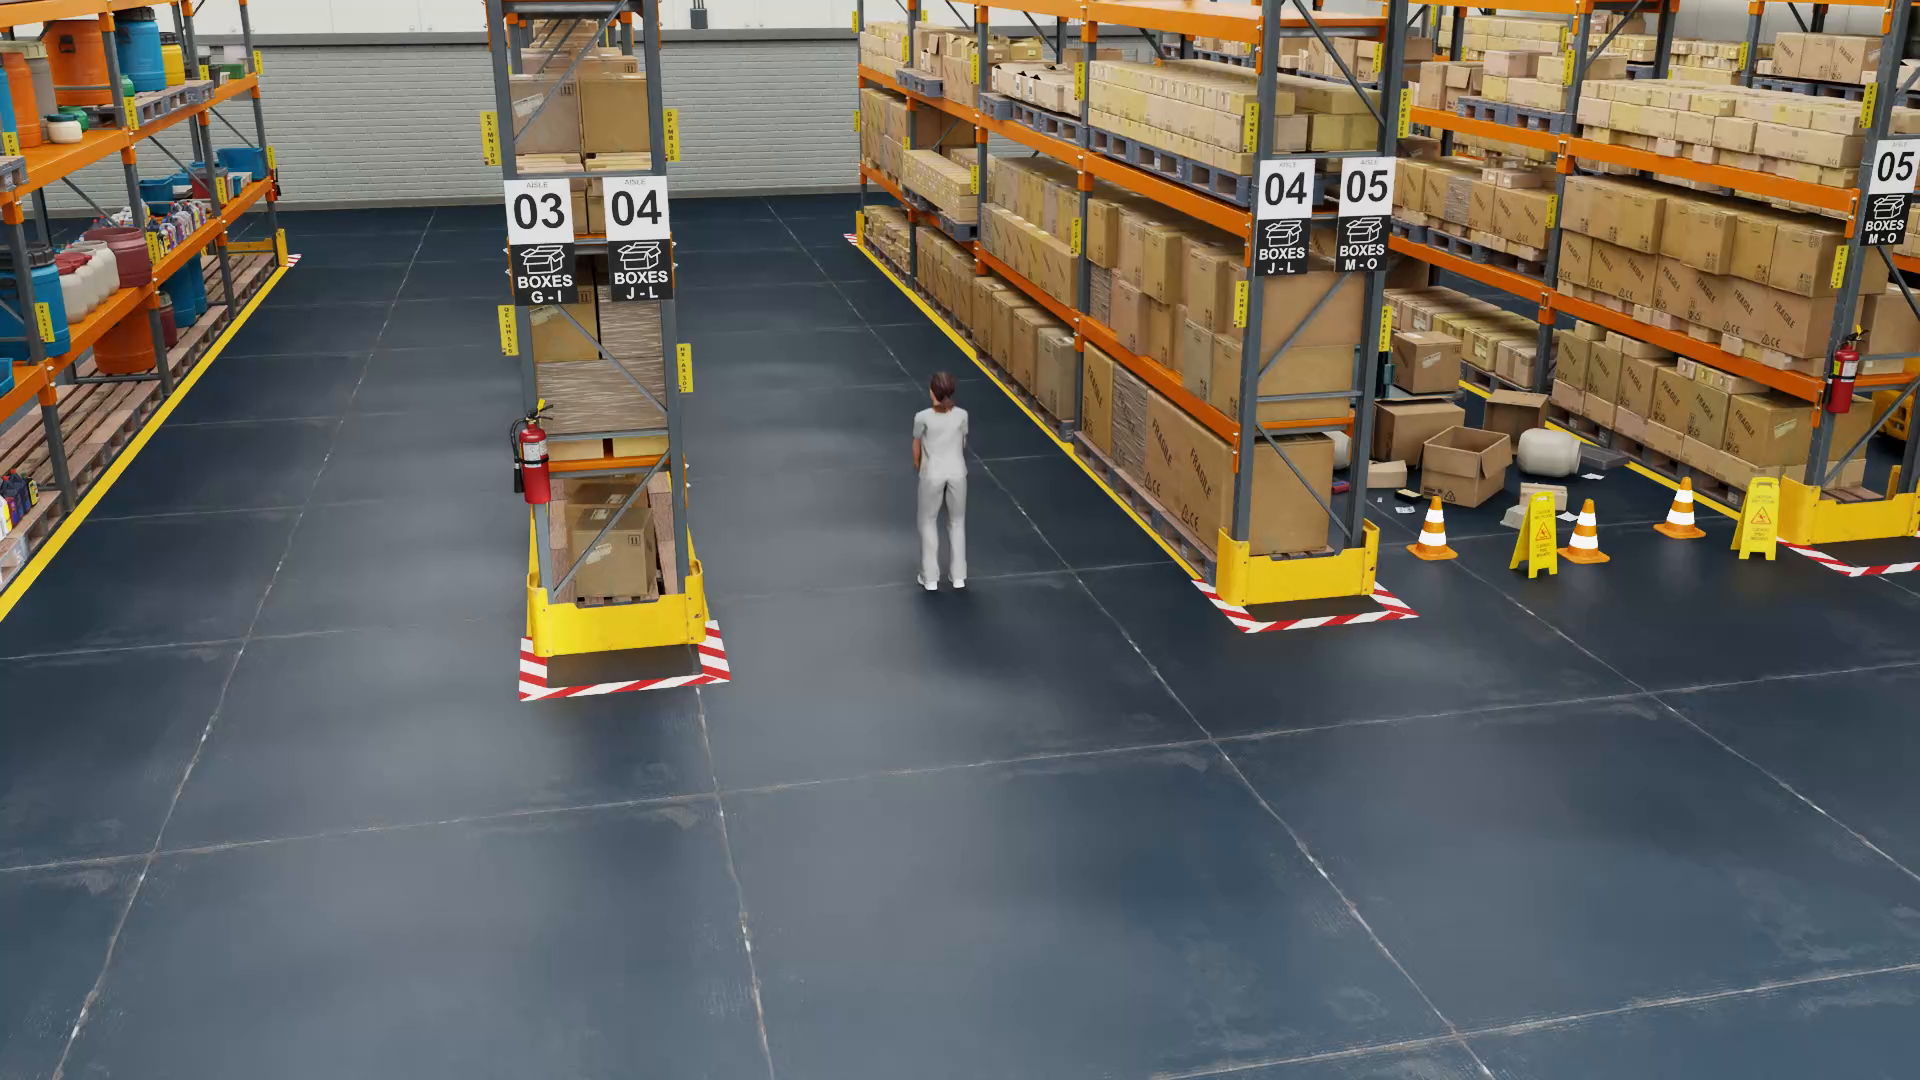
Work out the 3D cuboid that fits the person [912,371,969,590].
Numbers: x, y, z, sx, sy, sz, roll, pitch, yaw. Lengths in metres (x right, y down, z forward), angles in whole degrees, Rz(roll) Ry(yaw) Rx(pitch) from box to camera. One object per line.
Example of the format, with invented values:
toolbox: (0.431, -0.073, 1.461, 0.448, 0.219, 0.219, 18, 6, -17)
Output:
person: (-0.153, -0.467, 12.396, 0.424, 1.668, 0.542, -5, 20, -13)
